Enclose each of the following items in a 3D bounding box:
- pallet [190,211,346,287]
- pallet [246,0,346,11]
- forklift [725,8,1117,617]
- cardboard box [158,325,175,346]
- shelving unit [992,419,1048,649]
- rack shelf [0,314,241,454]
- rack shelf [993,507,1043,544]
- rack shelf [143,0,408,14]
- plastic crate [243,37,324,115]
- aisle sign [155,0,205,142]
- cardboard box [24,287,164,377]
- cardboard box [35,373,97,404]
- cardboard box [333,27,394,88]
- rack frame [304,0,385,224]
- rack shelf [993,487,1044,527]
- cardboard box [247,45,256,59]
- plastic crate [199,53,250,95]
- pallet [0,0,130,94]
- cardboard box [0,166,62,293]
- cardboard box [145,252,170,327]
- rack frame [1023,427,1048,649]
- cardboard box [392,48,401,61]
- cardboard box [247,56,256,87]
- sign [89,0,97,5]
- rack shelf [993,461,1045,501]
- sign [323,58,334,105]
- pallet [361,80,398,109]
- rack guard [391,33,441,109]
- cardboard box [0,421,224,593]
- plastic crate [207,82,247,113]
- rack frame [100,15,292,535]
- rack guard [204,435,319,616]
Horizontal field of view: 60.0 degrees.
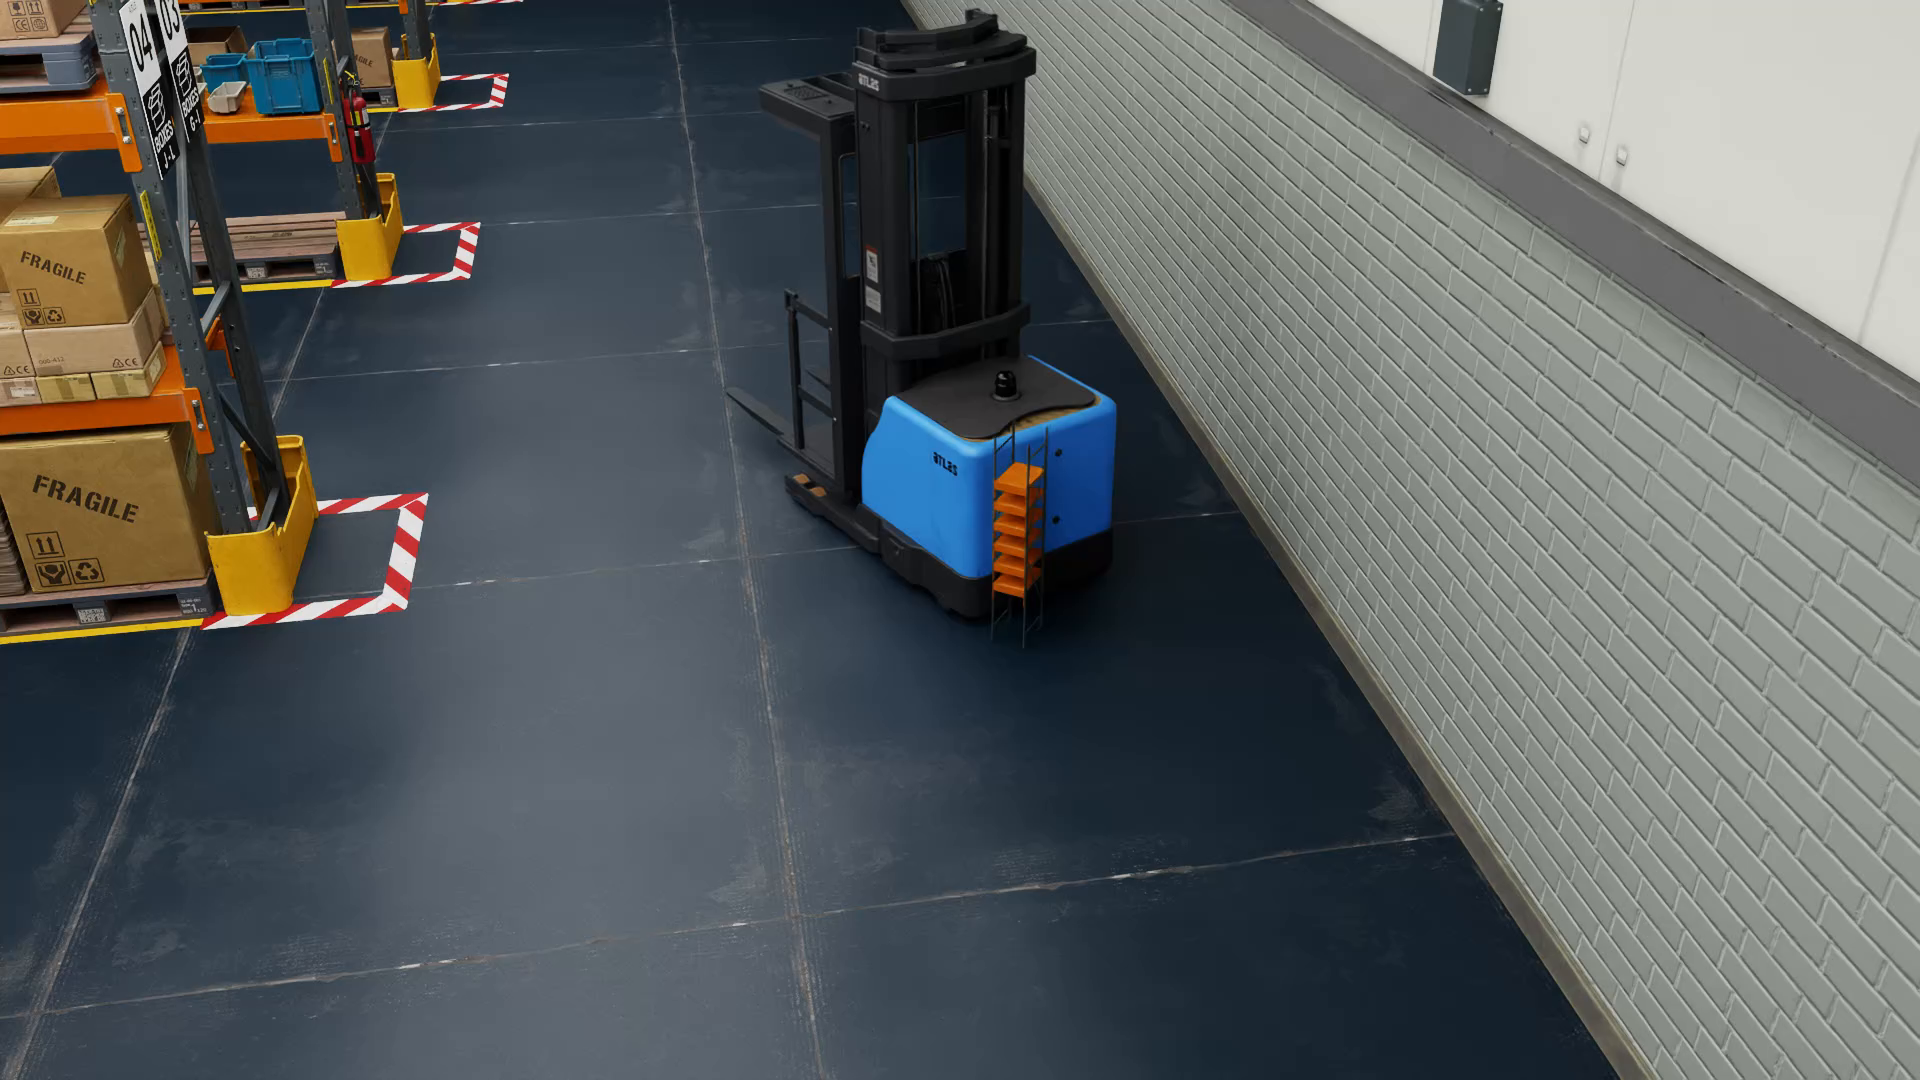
[{"bbox_3d":[-5.673,-2.388,13.604,1.213,0.211,1.003,-5,31,-9],"label":"pallet"},{"bbox_3d":[-8.609,-7.162,21.722,1.213,0.211,1.003,-5,31,-9],"label":"pallet"},{"bbox_3d":[-0.406,-1.546,9.487,1.130,2.935,3.031,-20,36,-30],"label":"forklift"},{"bbox_3d":[-4.371,-1.201,9.081,0.250,0.149,0.380,-5,31,-8],"label":"cardboard box"},{"bbox_3d":[0.306,-0.019,8.598,0.189,1.200,0.258,14,33,23],"label":"shelving unit"},{"bbox_3d":[-5.930,-0.684,8.664,4.000,0.370,1.077,-5,31,-9],"label":"rack shelf"},{"bbox_3d":[0.306,-0.084,8.560,0.180,0.103,0.258,14,33,23],"label":"rack shelf"},{"bbox_3d":[-7.710,-5.624,17.065,4.000,0.370,1.077,-5,31,-9],"label":"rack shelf"},{"bbox_3d":[-5.150,-3.564,12.758,0.499,0.435,0.616,-5,31,-9],"label":"plastic crate"},{"bbox_3d":[-3.946,-2.454,8.399,0.004,0.787,0.394,-5,31,-9],"label":"aisle sign"},{"bbox_3d":[-4.391,-1.064,8.455,0.500,0.250,0.500,-6,31,-10],"label":"cardboard box"},{"bbox_3d":[-4.509,-0.847,8.480,0.250,0.149,0.380,-5,31,-8],"label":"cardboard box"},{"bbox_3d":[-6.233,-5.056,17.422,0.500,0.500,0.500,-5,31,-9],"label":"cardboard box"},{"bbox_3d":[-4.855,-3.646,12.992,0.127,3.000,1.000,-5,31,-9],"label":"rack frame"},{"bbox_3d":[0.306,-0.187,8.499,0.180,0.103,0.258,14,33,23],"label":"rack shelf"},{"bbox_3d":[-7.313,-5.121,17.779,0.500,0.250,0.500,-5,31,-9],"label":"cardboard box"},{"bbox_3d":[-5.804,-3.682,13.158,0.300,0.233,0.416,-5,31,-9],"label":"plastic crate"},{"bbox_3d":[-4.690,-2.359,7.930,1.213,0.211,1.003,-5,31,-9],"label":"pallet"},{"bbox_3d":[-4.975,-1.609,8.642,0.500,0.500,0.500,-6,31,-10],"label":"cardboard box"},{"bbox_3d":[-4.483,-1.331,8.909,0.500,0.250,0.500,-6,31,-10],"label":"cardboard box"},{"bbox_3d":[0.388,0.002,8.563,0.006,1.200,0.240,14,33,23],"label":"rack frame"},{"bbox_3d":[-6.217,-5.210,18.030,0.250,0.149,0.380,-5,31,-9],"label":"cardboard box"},{"bbox_3d":[-7.173,-4.877,17.363,0.500,0.250,0.500,-5,31,-9],"label":"cardboard box"},{"bbox_3d":[-3.878,-2.546,7.365,0.005,0.325,0.100,-5,31,-9],"label":"sign"},{"bbox_3d":[0.306,-0.291,8.438,0.180,0.103,0.258,14,33,23],"label":"rack shelf"},{"bbox_3d":[-4.739,-3.444,12.487,0.005,0.325,0.100,-5,31,-9],"label":"sign"},{"bbox_3d":[-6.602,-4.834,17.763,1.213,0.211,1.003,-5,31,-9],"label":"pallet"},{"bbox_3d":[-5.818,-5.032,17.815,0.348,0.500,1.175,-5,31,-9],"label":"rack guard"},{"bbox_3d":[-4.578,-0.344,9.057,0.875,0.875,0.875,-5,31,-9],"label":"cardboard box"},{"bbox_3d":[-5.624,-3.394,12.764,0.243,0.136,0.396,-5,31,-9],"label":"plastic crate"},{"bbox_3d":[-3.962,-1.177,8.792,0.127,3.000,1.000,-5,31,-9],"label":"rack frame"},{"bbox_3d":[-3.939,-0.102,9.430,0.348,0.500,1.175,-5,31,-9],"label":"rack guard"}]
